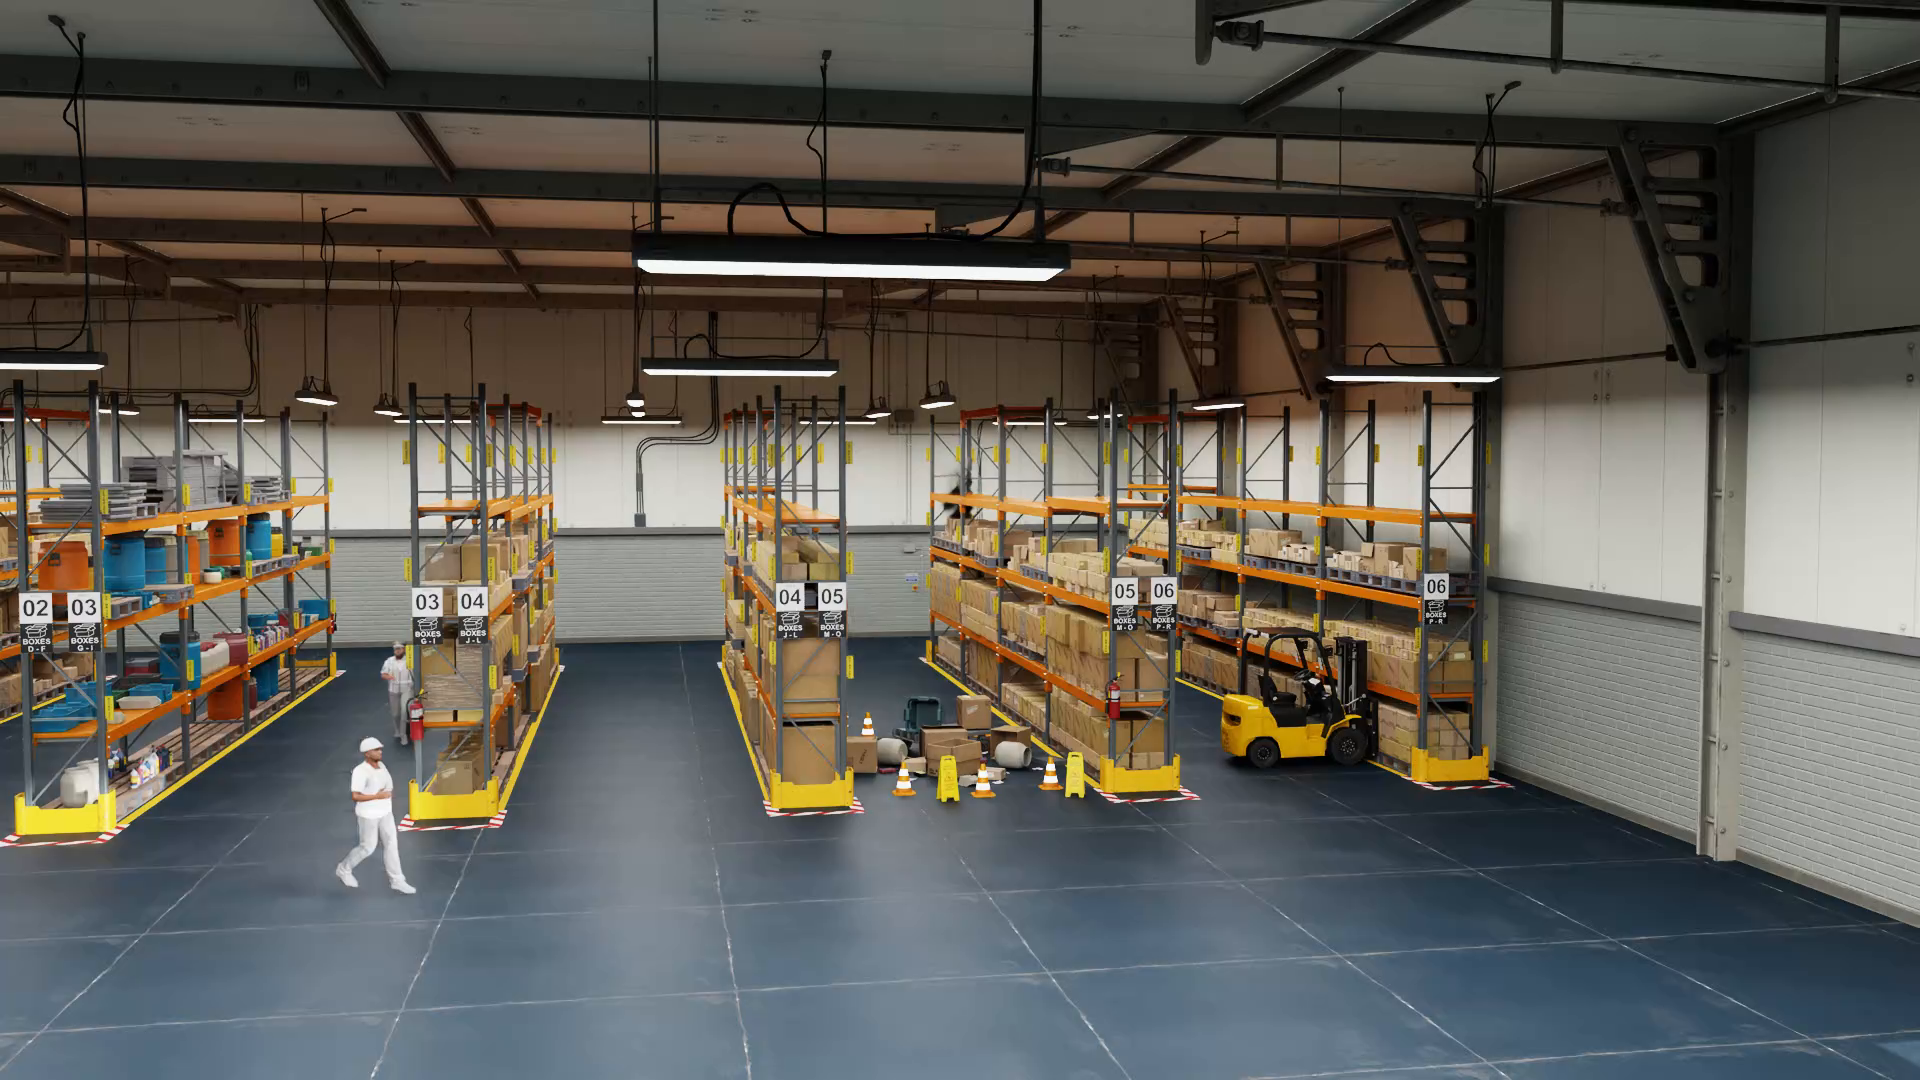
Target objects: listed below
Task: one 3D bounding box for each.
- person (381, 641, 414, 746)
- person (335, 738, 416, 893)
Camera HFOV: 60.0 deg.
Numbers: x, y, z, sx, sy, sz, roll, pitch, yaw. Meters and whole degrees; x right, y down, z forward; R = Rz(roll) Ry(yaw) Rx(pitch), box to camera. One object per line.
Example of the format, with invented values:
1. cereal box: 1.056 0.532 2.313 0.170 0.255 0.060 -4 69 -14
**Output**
1. person: -9.766 2.666 29.074 0.670 1.830 0.822 0 3 -10
2. person: -6.670 3.131 18.923 0.963 1.770 0.695 1 3 16
